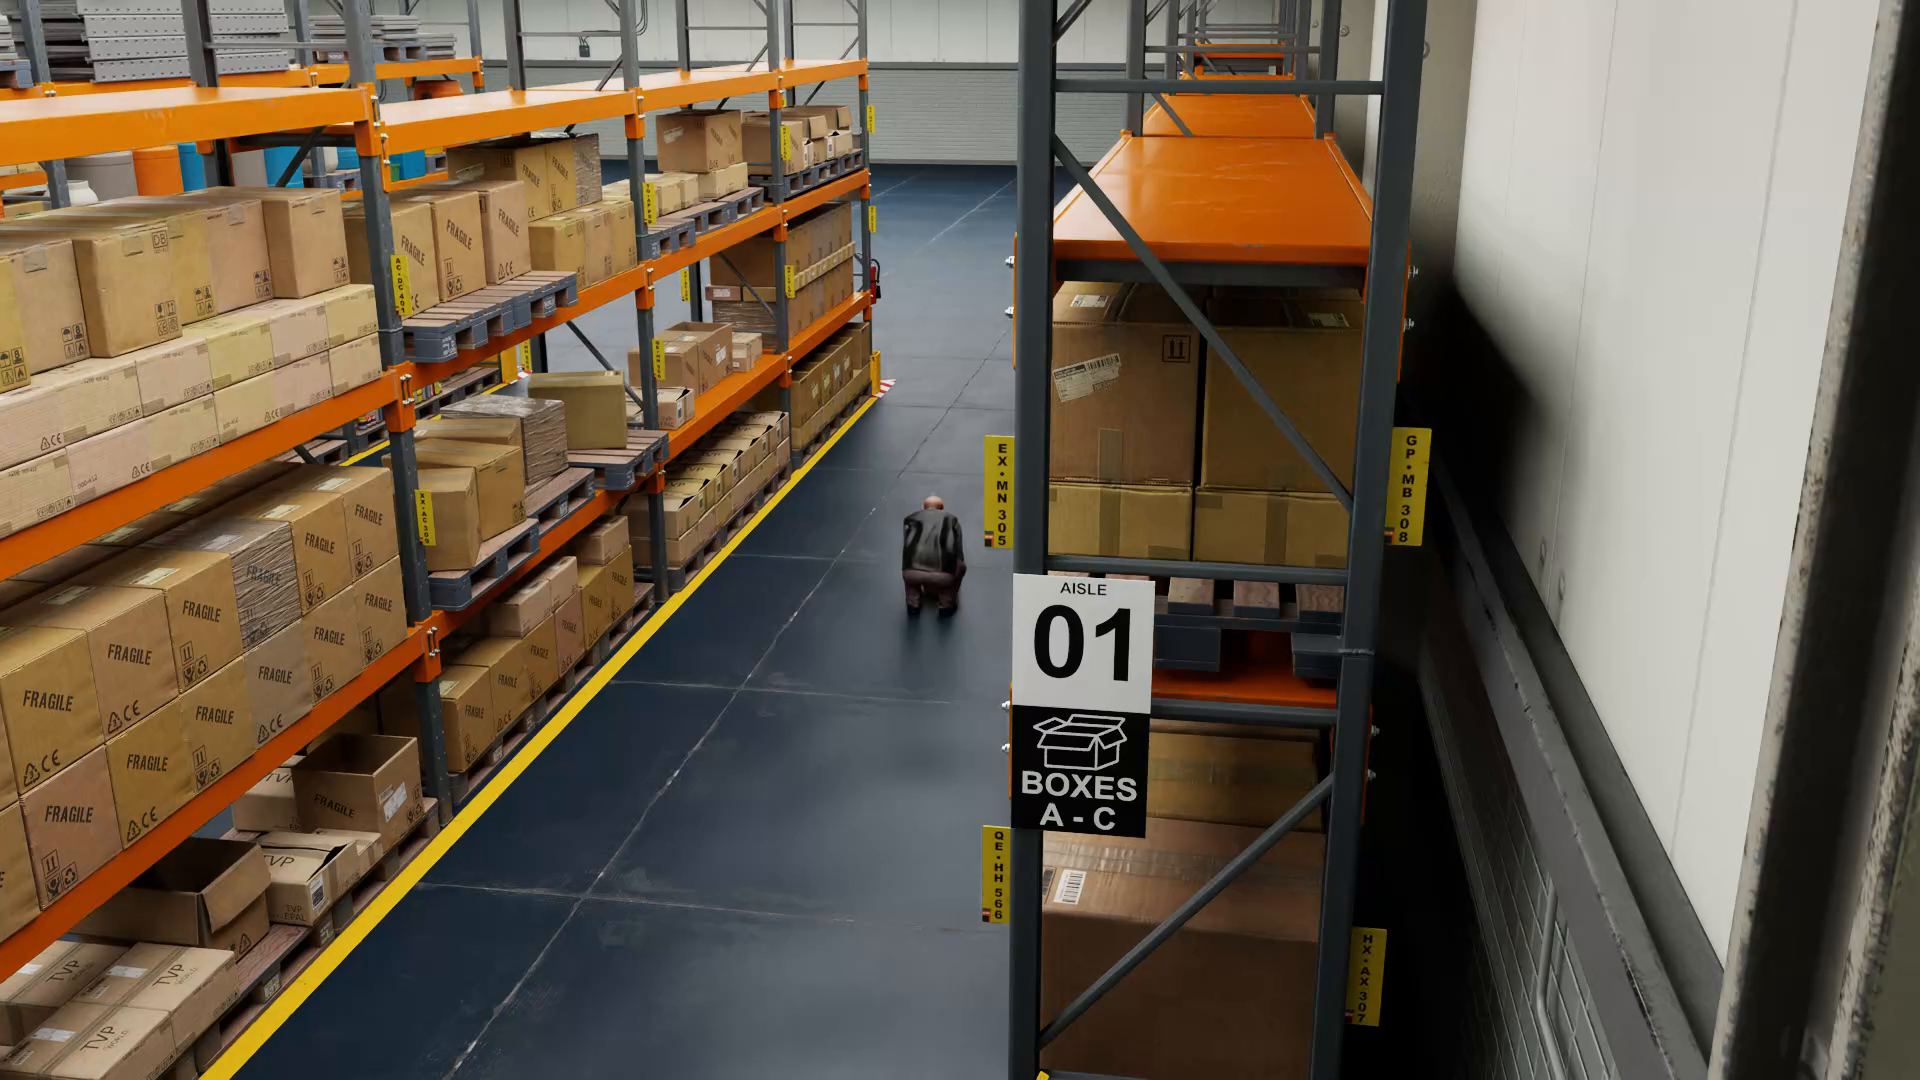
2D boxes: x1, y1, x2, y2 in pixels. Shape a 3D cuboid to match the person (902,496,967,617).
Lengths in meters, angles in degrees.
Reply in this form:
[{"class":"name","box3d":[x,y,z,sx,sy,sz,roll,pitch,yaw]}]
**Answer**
[{"class":"person","box3d":[-0.224,0.161,13.630,0.530,0.800,0.877,3,18,9]}]
